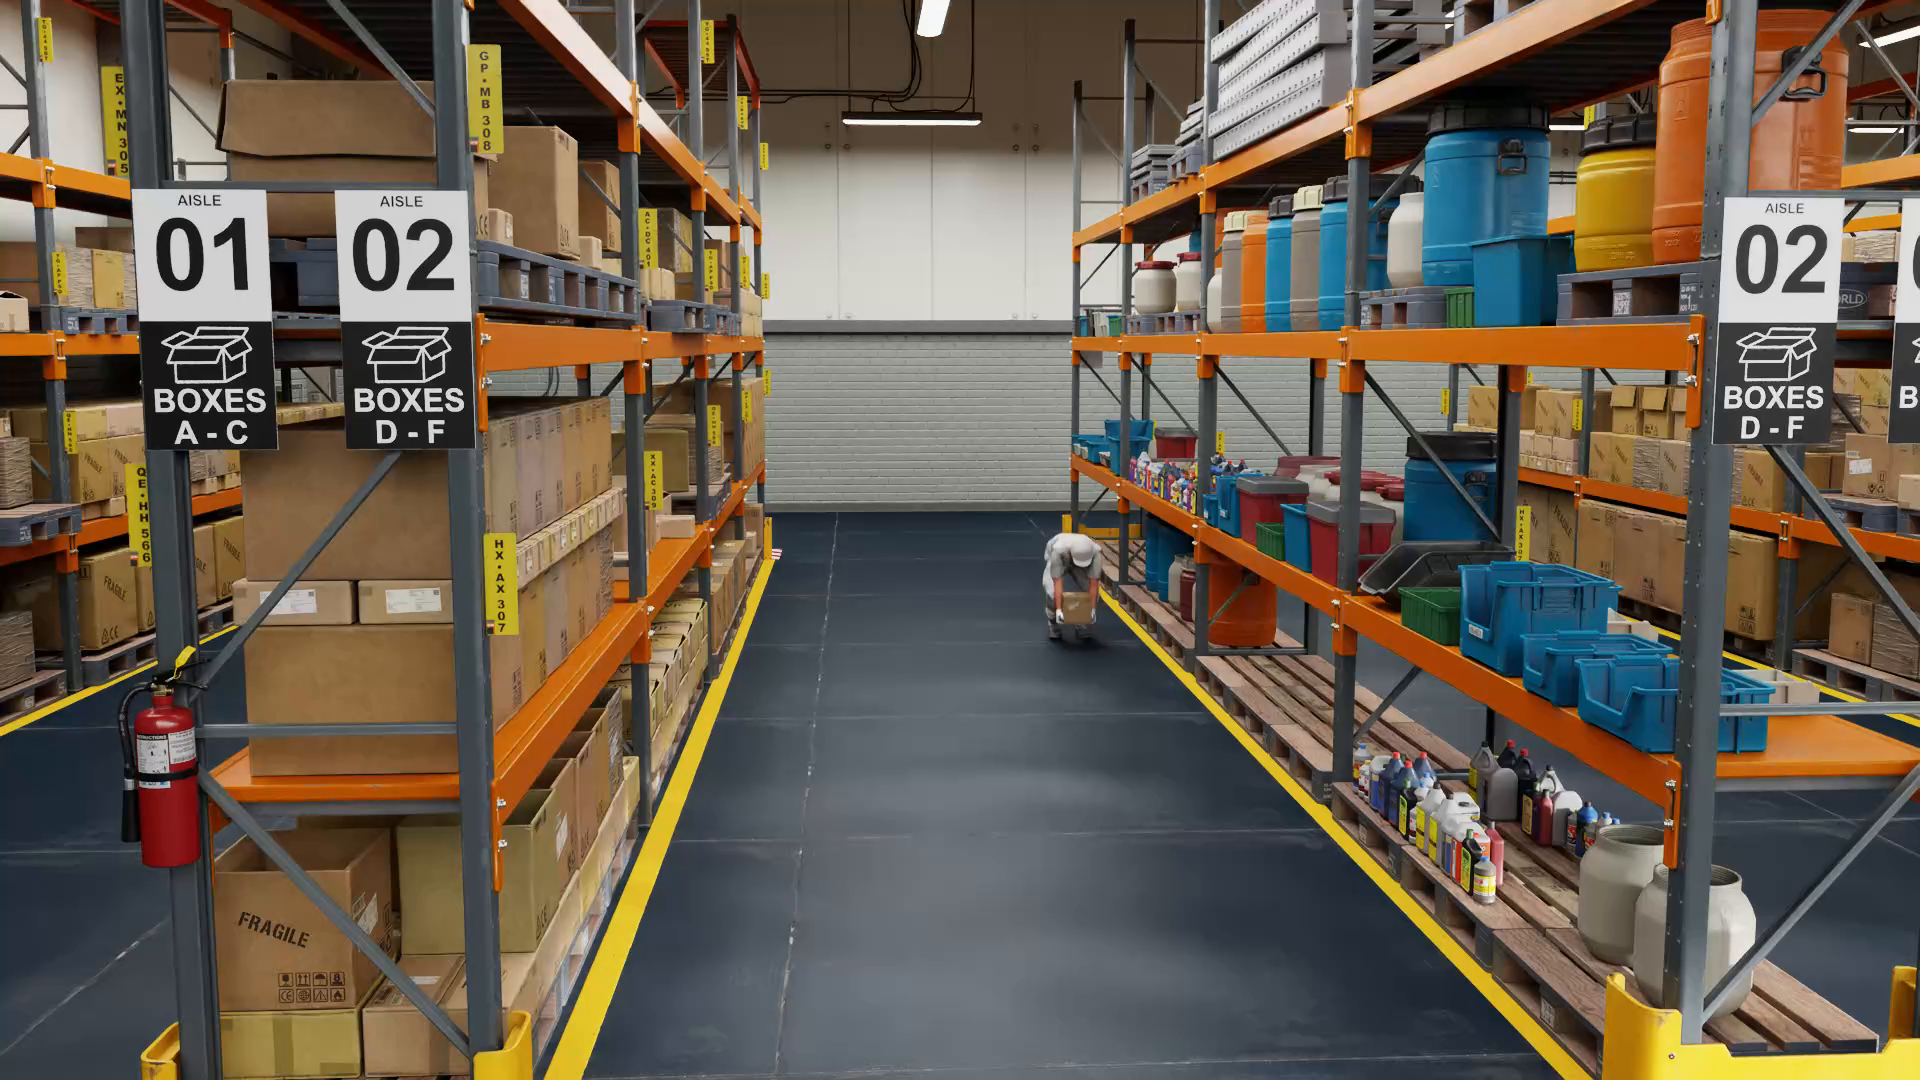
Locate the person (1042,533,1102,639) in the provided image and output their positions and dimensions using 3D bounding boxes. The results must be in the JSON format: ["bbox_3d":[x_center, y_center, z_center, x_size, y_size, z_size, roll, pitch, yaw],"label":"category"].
[{"bbox_3d":[1.043,0.431,15.302,0.535,1.011,0.958,-1,7,-6],"label":"person"}]
